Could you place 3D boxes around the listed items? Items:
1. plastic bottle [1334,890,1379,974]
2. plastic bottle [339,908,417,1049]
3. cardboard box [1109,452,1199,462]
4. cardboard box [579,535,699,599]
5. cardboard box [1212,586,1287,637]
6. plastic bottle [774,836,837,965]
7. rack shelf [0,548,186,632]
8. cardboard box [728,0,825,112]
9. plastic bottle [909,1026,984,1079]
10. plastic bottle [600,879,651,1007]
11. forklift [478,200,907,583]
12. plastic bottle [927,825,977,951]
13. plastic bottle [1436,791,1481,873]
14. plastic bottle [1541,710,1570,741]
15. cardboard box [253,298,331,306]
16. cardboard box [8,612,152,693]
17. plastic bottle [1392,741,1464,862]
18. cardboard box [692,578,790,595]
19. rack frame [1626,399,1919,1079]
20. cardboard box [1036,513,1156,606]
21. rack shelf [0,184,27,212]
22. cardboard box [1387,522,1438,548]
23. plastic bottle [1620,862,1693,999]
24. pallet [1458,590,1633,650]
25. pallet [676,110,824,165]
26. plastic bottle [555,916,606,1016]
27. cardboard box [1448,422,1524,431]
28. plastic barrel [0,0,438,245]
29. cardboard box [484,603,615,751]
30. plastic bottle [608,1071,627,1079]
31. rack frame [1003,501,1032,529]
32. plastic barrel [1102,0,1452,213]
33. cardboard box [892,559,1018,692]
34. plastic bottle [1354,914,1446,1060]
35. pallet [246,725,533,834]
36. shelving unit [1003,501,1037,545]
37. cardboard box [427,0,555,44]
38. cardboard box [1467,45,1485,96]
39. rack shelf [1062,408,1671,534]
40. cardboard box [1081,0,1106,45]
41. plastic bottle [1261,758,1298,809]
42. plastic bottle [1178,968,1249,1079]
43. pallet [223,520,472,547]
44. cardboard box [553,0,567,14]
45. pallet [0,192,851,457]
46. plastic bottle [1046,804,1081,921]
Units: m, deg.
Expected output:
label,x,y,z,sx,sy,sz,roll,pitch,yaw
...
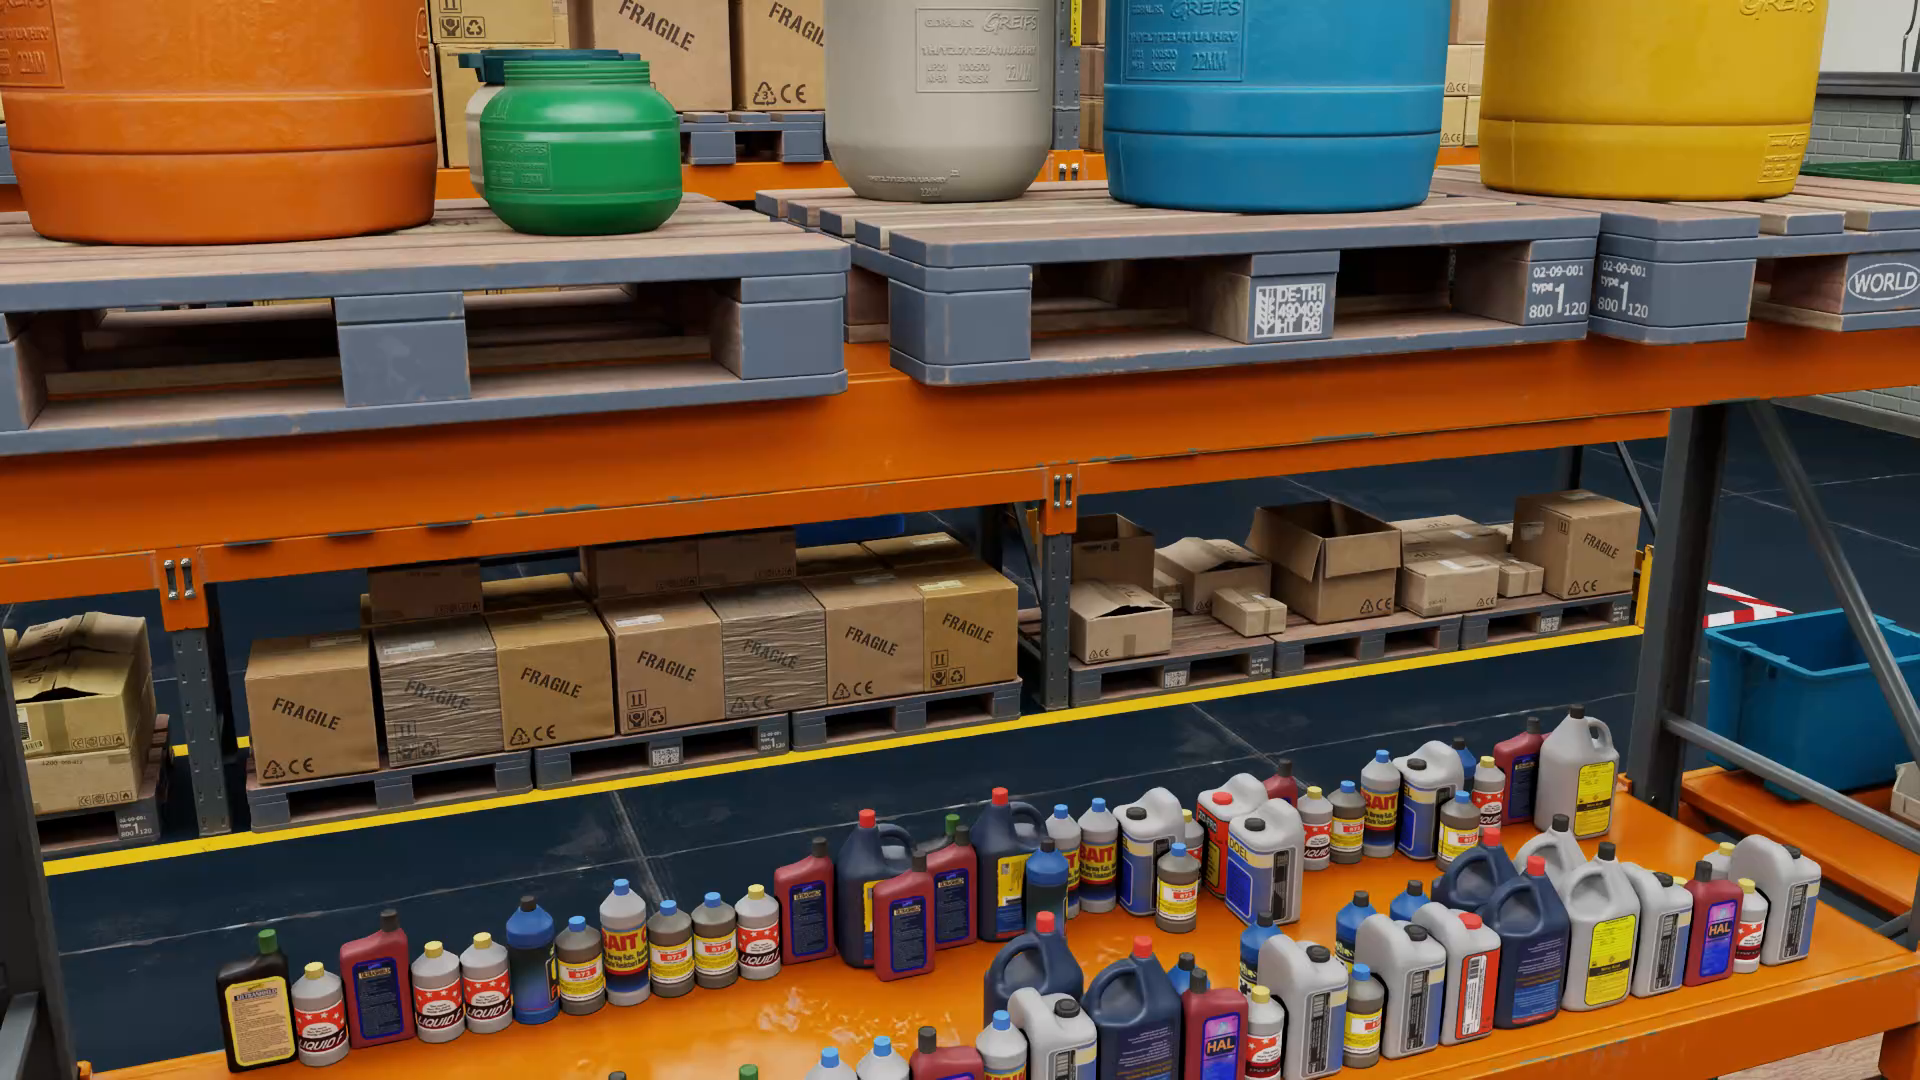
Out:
label,x,y,z,sx,sy,sz,roll,pitch,yaw
plastic bottle,0.843,0.873,3.530,0.097,0.271,0.097,0,16,0
plastic bottle,-1.199,0.899,3.420,0.133,0.283,0.061,-6,17,-20
cardboard box,0.900,-0.715,8.532,0.500,0.500,0.500,-6,17,-19
cardboard box,-1.615,0.077,8.336,0.500,0.250,0.500,-7,18,-21
cardboard box,1.600,0.386,9.209,0.250,0.166,0.380,-6,17,-20
plastic bottle,-0.348,0.807,3.733,0.133,0.283,0.061,-6,17,-20
rack shelf,-5.276,0.263,6.657,4.000,0.370,1.077,-6,17,-20
cardboard box,-0.786,-2.319,7.749,0.600,0.600,0.600,-6,18,-21
plastic bottle,-0.025,1.012,3.034,0.133,0.283,0.061,-6,17,-20
plastic bottle,-0.721,0.859,3.578,0.097,0.271,0.097,0,16,0
forklift,-1.908,-1.116,10.196,3.031,2.935,1.130,-7,18,-22
plastic bottle,-0.029,0.791,3.788,0.133,0.283,0.061,-6,17,-20
plastic bottle,1.247,0.726,4.156,0.097,0.201,0.097,0,16,0
plastic bottle,1.600,0.597,4.449,0.133,0.283,0.061,-6,17,-20
cardboard box,-4.640,-1.769,11.558,0.500,0.500,0.500,-6,17,-18
cardboard box,-4.003,0.540,7.575,0.500,0.311,0.500,-6,17,-18
plastic bottle,1.185,0.659,4.250,0.135,0.276,0.152,-6,17,-20
cardboard box,-1.176,0.391,8.600,0.500,0.500,0.500,-6,17,-19
rack frame,2.095,0.616,4.176,0.127,3.000,1.000,-6,17,-20
cardboard box,0.757,0.169,9.355,0.500,0.500,0.500,-6,17,-20
rack shelf,-5.276,-1.177,6.234,4.000,0.370,1.077,-6,17,-20
cardboard box,2.518,0.099,10.038,0.500,0.250,0.500,-6,17,-20
plastic bottle,1.502,0.837,3.643,0.135,0.276,0.152,-6,17,-20
pallet,3.246,0.336,10.081,1.213,0.211,1.003,-6,17,-20
pallet,-1.275,-1.884,7.699,1.003,0.211,1.213,-6,17,-20
plastic bottle,-0.812,0.902,3.555,0.097,0.201,0.097,0,16,0
cardboard box,2.790,-0.920,9.229,0.500,0.500,0.500,-6,17,-20
plastic barrel,-1.109,-0.884,2.453,0.708,0.830,0.600,-6,17,-20
cardboard box,-1.925,0.630,7.785,0.500,0.500,0.500,-6,18,-21
plastic bottle,-0.592,1.056,2.909,0.097,0.271,0.097,0,16,0
rack frame,0.395,-0.762,11.532,0.032,1.500,0.500,-6,17,-20
plastic barrel,0.556,-1.053,2.901,0.708,0.901,0.600,-6,17,-20
cardboard box,-0.032,0.426,8.479,0.500,0.500,0.500,-6,17,-20
plastic bottle,0.905,0.902,3.424,0.135,0.276,0.152,-6,17,-20
pallet,-2.698,0.989,7.857,1.213,0.211,1.003,-6,17,-20
shelving unit,-0.071,-0.712,11.361,1.083,1.500,0.587,-6,17,-20
cardboard box,-2.047,-2.396,7.159,0.500,0.500,0.500,-6,17,-20
cardboard box,2.738,-2.479,8.772,0.500,0.250,0.500,-6,17,-20
rack shelf,2.194,-0.544,9.403,4.000,0.370,1.077,-6,17,-20
cardboard box,0.767,-2.713,8.239,0.500,0.500,0.700,-6,17,-20
plastic bottle,0.771,0.686,4.144,0.133,0.283,0.061,-6,17,-20
plastic bottle,0.489,0.957,3.223,0.133,0.283,0.061,-6,17,-20
pallet,-2.801,-0.279,7.565,1.003,0.211,1.213,-6,17,-20
cardboard box,-2.828,-3.935,12.060,0.500,0.250,0.500,-7,18,-22
pallet,-0.891,-0.380,2.582,1.213,0.211,1.003,-6,17,-20
plastic bottle,0.237,0.755,3.930,0.097,0.271,0.097,0,16,0
